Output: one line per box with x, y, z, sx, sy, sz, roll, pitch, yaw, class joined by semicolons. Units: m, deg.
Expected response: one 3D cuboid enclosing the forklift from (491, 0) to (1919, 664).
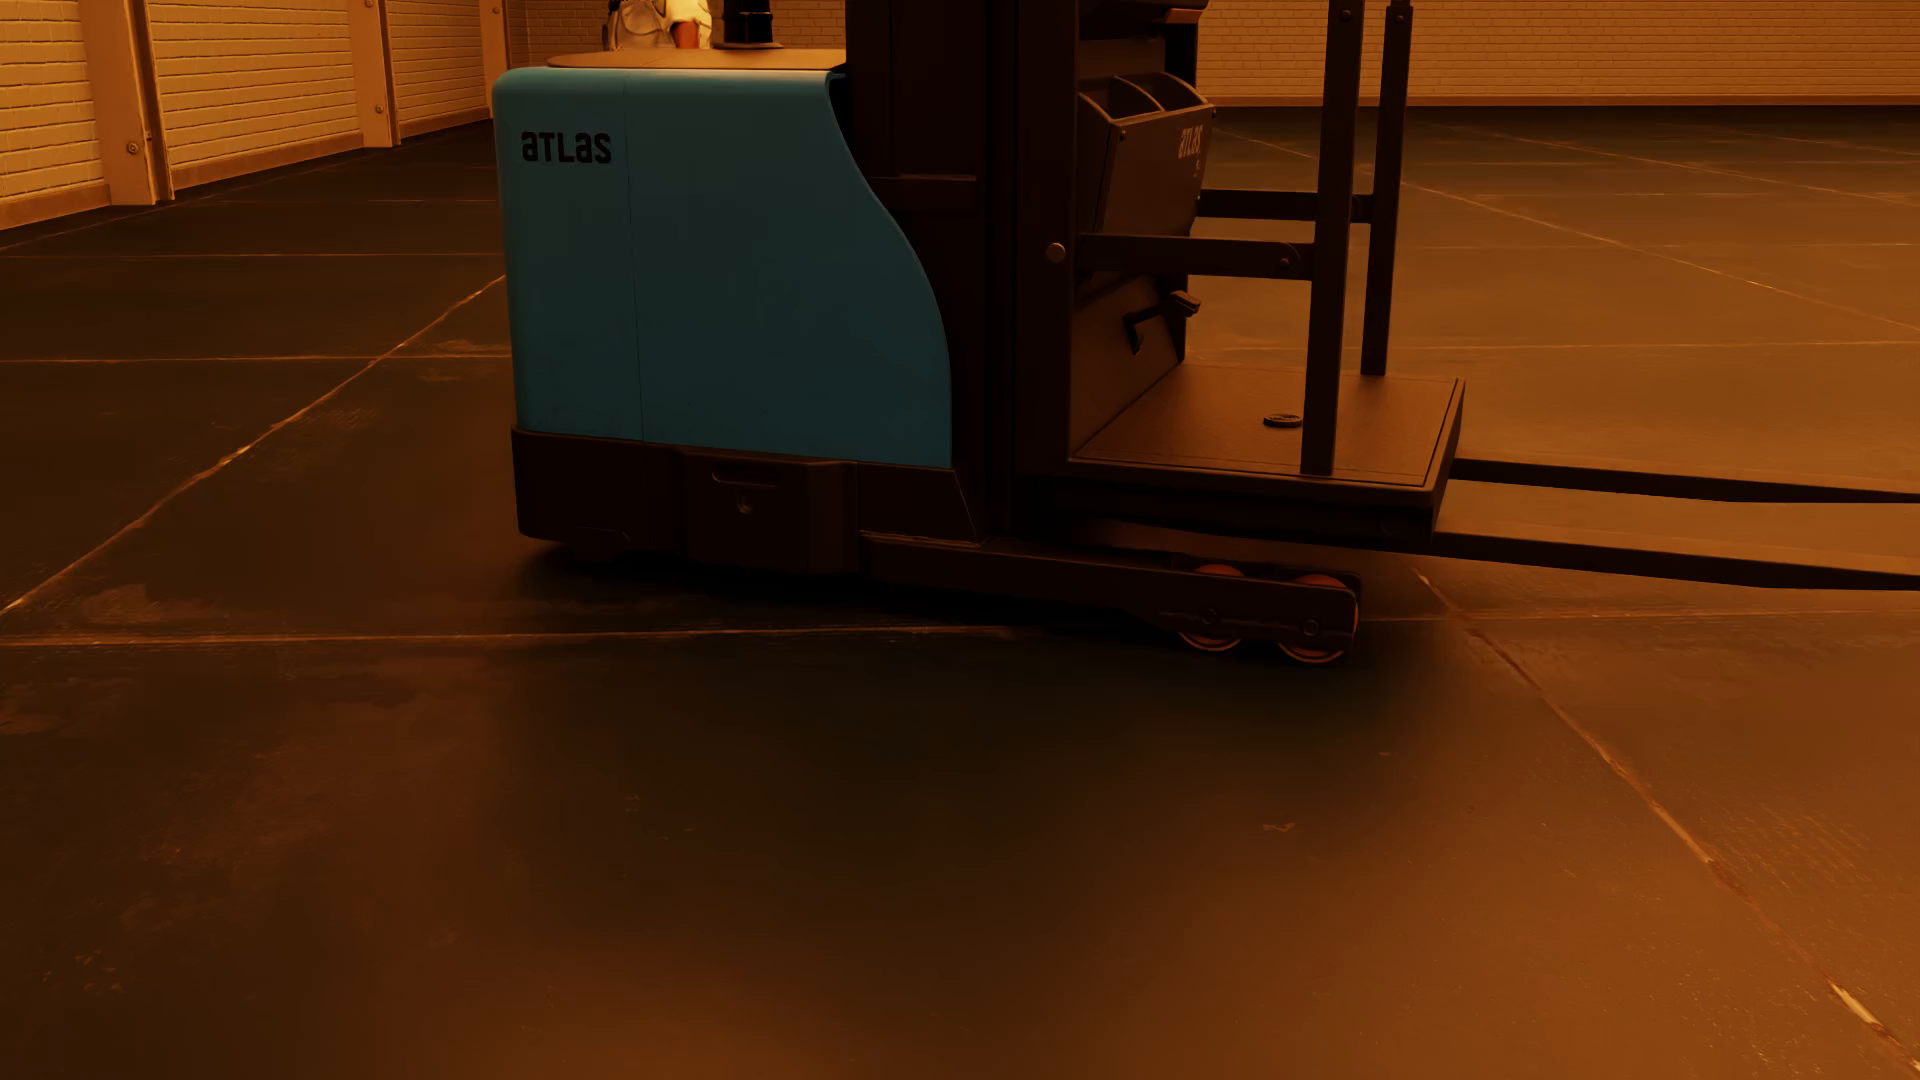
0.576;-1.343;3.296;3.031;2.935;1.130;6;18;18;forklift

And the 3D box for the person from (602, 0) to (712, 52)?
-1.005;-1.278;5.439;0.681;1.614;0.633;6;18;19;person
